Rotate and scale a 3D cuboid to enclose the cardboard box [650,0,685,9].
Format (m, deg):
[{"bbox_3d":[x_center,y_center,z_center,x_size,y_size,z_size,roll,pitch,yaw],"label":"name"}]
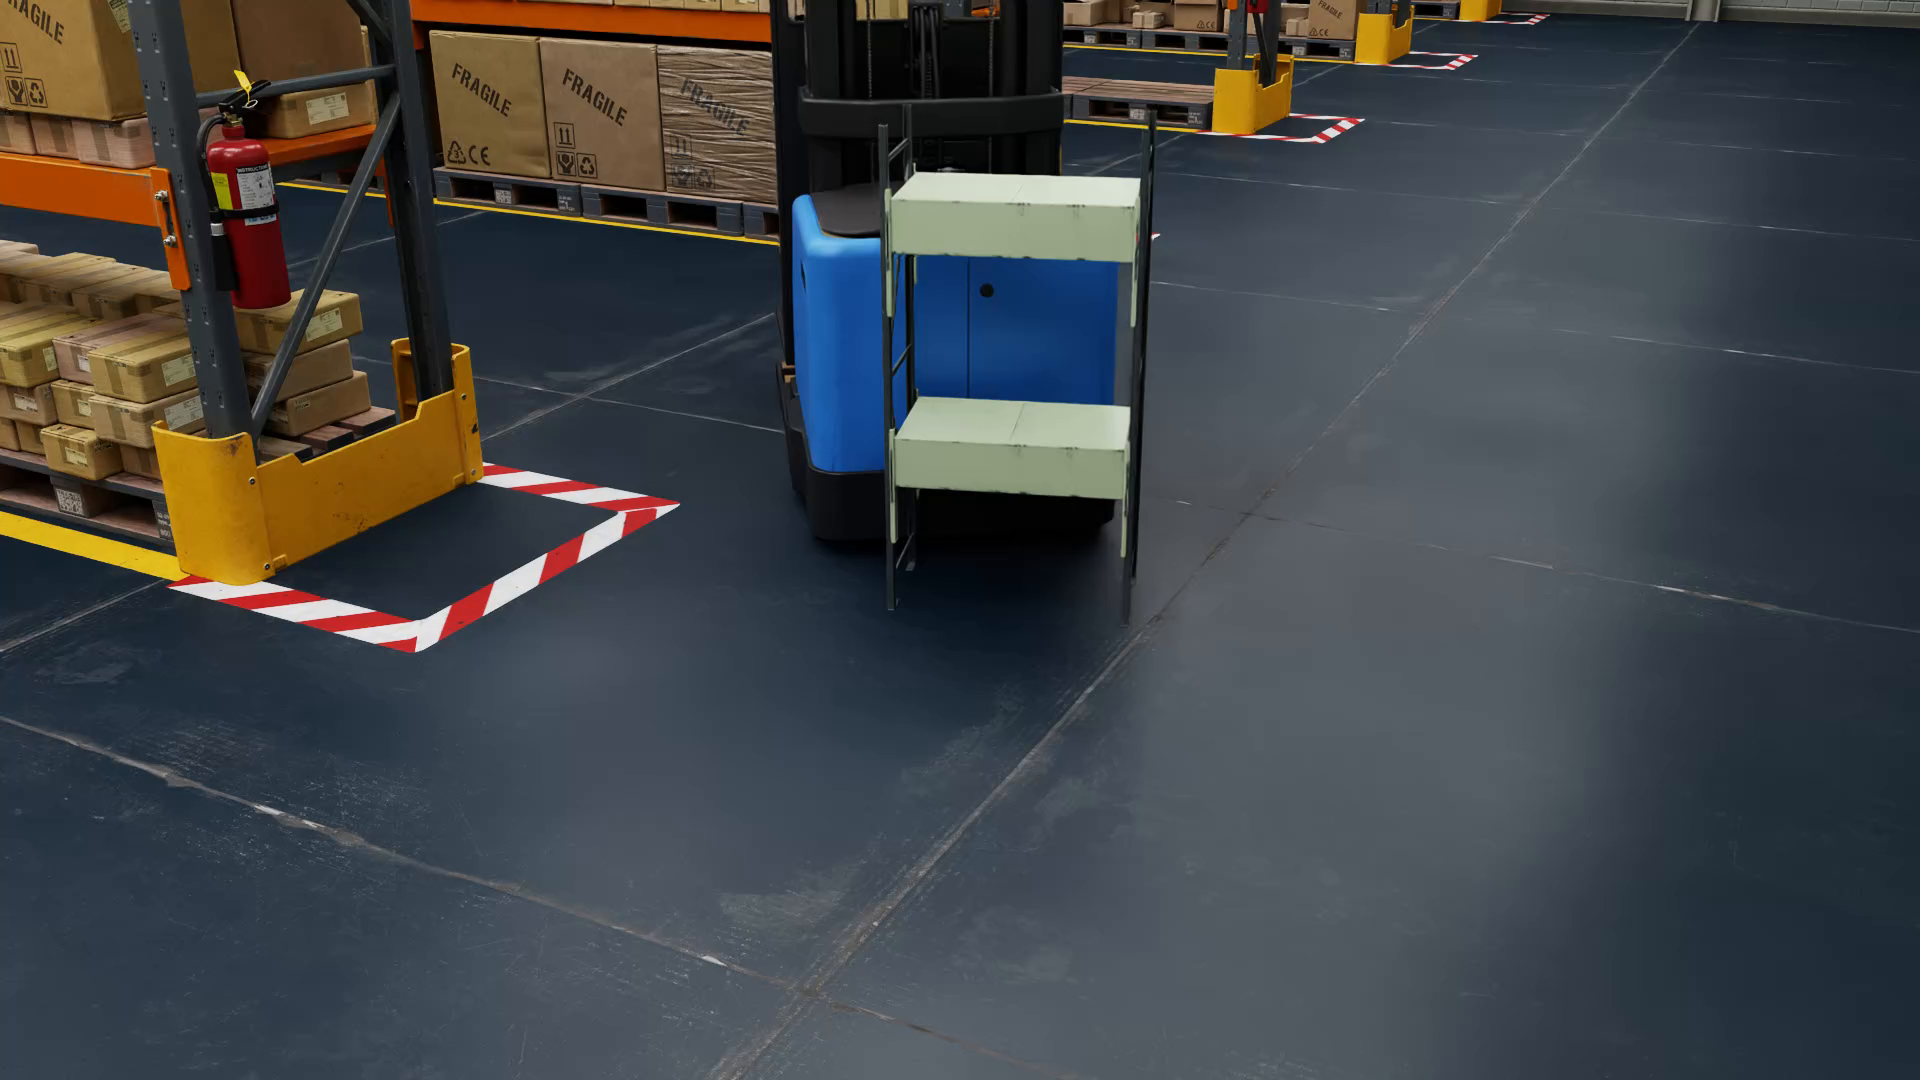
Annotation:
[{"bbox_3d":[-1.637,-3.260,9.904,0.250,0.149,0.380,12,26,26],"label":"cardboard box"}]

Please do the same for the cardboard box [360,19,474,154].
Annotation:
[{"bbox_3d":[-3.957,-3.186,11.586,0.875,0.875,1.225,11,26,25],"label":"cardboard box"}]

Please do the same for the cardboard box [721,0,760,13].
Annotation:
[{"bbox_3d":[-1.185,-3.170,9.692,0.250,0.149,0.380,11,25,23],"label":"cardboard box"}]

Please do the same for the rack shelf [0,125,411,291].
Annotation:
[{"bbox_3d":[-3.920,-1.465,6.282,4.000,0.370,1.077,11,25,25],"label":"rack shelf"}]

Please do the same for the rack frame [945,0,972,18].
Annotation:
[{"bbox_3d":[0.193,-3.158,9.342,0.127,3.000,1.000,11,25,25],"label":"rack frame"}]

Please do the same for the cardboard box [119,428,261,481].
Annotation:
[{"bbox_3d":[-2.699,-0.345,5.834,0.250,0.149,0.380,12,26,25],"label":"cardboard box"}]

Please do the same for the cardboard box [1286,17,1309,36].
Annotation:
[{"bbox_3d":[3.749,-5.628,18.210,0.250,0.166,0.380,11,25,25],"label":"cardboard box"}]

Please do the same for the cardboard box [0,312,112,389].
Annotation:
[{"bbox_3d":[-3.208,-0.669,5.837,0.250,0.149,0.380,11,25,23],"label":"cardboard box"}]

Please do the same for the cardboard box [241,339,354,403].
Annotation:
[{"bbox_3d":[-2.487,-0.644,6.157,0.250,0.149,0.380,12,26,27],"label":"cardboard box"}]

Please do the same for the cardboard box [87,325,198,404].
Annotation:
[{"bbox_3d":[-2.722,-0.603,5.682,0.250,0.149,0.380,12,26,25],"label":"cardboard box"}]

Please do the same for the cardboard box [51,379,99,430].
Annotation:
[{"bbox_3d":[-2.944,-0.520,5.866,0.250,0.149,0.380,11,25,23],"label":"cardboard box"}]

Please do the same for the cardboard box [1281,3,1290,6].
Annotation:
[{"bbox_3d":[3.417,-5.926,18.802,0.500,0.250,0.500,11,25,25],"label":"cardboard box"}]

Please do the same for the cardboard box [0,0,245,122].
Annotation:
[{"bbox_3d":[-2.652,-1.616,5.208,0.500,0.500,0.500,12,26,26],"label":"cardboard box"}]

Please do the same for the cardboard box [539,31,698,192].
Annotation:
[{"bbox_3d":[-2.020,-2.776,10.623,0.875,0.875,0.875,11,25,25],"label":"cardboard box"}]

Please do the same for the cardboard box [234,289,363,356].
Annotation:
[{"bbox_3d":[-2.449,-0.810,6.167,0.250,0.149,0.380,10,25,22],"label":"cardboard box"}]

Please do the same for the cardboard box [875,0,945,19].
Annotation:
[{"bbox_3d":[-0.273,-2.990,9.269,0.250,0.149,0.380,12,26,26],"label":"cardboard box"}]

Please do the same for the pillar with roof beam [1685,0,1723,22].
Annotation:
[{"bbox_3d":[7.756,-9.430,16.426,0.400,9.000,9.100,11,25,25],"label":"pillar with roof beam"}]

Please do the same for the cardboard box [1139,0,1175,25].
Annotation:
[{"bbox_3d":[2.402,-6.154,19.262,0.500,0.311,0.500,11,25,25],"label":"cardboard box"}]

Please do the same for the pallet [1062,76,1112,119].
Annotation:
[{"bbox_3d":[0.625,-3.979,14.838,1.213,0.211,1.003,11,25,25],"label":"pallet"}]

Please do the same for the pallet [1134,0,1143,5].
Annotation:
[{"bbox_3d":[2.606,-7.881,24.011,1.213,0.211,1.003,11,25,25],"label":"pallet"}]

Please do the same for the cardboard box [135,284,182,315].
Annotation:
[{"bbox_3d":[-2.916,-0.905,6.392,0.250,0.149,0.380,11,25,24],"label":"cardboard box"}]

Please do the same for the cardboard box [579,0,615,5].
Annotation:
[{"bbox_3d":[-2.106,-3.351,10.119,0.250,0.149,0.380,12,26,25],"label":"cardboard box"}]

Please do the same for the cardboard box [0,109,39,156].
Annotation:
[{"bbox_3d":[-2.989,-1.383,5.489,0.250,0.149,0.380,11,25,24],"label":"cardboard box"}]

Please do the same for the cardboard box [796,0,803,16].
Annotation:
[{"bbox_3d":[-0.730,-3.080,9.481,0.250,0.149,0.380,11,26,25],"label":"cardboard box"}]

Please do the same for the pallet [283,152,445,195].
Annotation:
[{"bbox_3d":[-4.099,-2.691,11.807,1.213,0.211,1.003,11,25,25],"label":"pallet"}]

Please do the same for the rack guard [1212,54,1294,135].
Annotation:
[{"bbox_3d":[2.455,-3.738,13.900,0.348,0.500,1.175,11,25,25],"label":"rack guard"}]

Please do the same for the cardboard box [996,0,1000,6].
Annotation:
[{"bbox_3d":[0.527,-6.362,19.510,0.500,0.500,0.500,11,25,24],"label":"cardboard box"}]

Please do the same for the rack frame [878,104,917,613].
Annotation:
[{"bbox_3d":[-0.186,-0.540,5.103,0.023,1.500,0.400,4,23,8],"label":"rack frame"}]

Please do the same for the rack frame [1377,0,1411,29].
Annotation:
[{"bbox_3d":[4.666,-6.617,17.476,0.127,3.000,1.000,11,25,25],"label":"rack frame"}]

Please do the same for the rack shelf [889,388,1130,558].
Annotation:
[{"bbox_3d":[0.175,-0.217,5.178,0.720,0.370,0.431,4,23,8],"label":"rack shelf"}]

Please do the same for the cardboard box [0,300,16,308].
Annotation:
[{"bbox_3d":[-3.676,-0.765,6.062,0.250,0.149,0.380,12,26,26],"label":"cardboard box"}]

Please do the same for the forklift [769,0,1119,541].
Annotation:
[{"bbox_3d":[-0.196,-1.890,6.449,1.130,2.935,3.031,-3,23,-8],"label":"forklift"}]

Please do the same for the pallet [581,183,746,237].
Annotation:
[{"bbox_3d":[-1.640,-2.204,10.663,1.213,0.211,1.003,11,25,25],"label":"pallet"}]

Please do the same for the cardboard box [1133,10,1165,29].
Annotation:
[{"bbox_3d":[2.150,-5.923,18.903,0.250,0.166,0.380,11,25,25],"label":"cardboard box"}]

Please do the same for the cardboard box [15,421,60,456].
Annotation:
[{"bbox_3d":[-3.171,-0.432,6.038,0.250,0.149,0.380,11,25,24],"label":"cardboard box"}]

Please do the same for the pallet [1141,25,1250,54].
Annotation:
[{"bbox_3d":[2.802,-5.703,18.891,1.213,0.211,1.003,11,25,25],"label":"pallet"}]

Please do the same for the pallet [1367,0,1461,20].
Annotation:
[{"bbox_3d":[6.149,-7.178,22.359,1.213,0.211,1.003,11,25,25],"label":"pallet"}]

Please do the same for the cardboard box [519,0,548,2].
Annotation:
[{"bbox_3d":[-2.557,-3.442,10.331,0.250,0.149,0.380,10,25,23],"label":"cardboard box"}]

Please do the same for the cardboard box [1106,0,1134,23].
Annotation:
[{"bbox_3d":[1.733,-6.374,19.537,0.500,0.500,0.500,11,25,25],"label":"cardboard box"}]

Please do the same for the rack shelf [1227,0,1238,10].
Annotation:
[{"bbox_3d":[0.643,-4.910,14.381,4.000,0.370,1.077,11,25,25],"label":"rack shelf"}]

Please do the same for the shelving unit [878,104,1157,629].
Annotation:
[{"bbox_3d":[0.175,-0.517,5.050,0.755,1.500,0.431,4,23,8],"label":"shelving unit"}]

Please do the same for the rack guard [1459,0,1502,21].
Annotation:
[{"bbox_3d":[6.920,-7.193,22.025,0.348,0.500,1.175,11,25,25],"label":"rack guard"}]

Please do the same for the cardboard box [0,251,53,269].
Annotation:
[{"bbox_3d":[-3.900,-1.046,6.723,0.250,0.149,0.380,11,26,25],"label":"cardboard box"}]

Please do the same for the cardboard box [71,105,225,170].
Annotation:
[{"bbox_3d":[-2.553,-1.287,5.263,0.250,0.149,0.380,11,25,25],"label":"cardboard box"}]

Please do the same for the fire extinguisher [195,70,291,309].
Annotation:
[{"bbox_3d":[-2.118,-1.030,4.915,0.183,0.674,0.296,11,25,25],"label":"fire extinguisher"}]

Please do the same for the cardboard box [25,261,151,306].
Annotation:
[{"bbox_3d":[-3.418,-0.973,6.550,0.250,0.149,0.380,12,26,27],"label":"cardboard box"}]
